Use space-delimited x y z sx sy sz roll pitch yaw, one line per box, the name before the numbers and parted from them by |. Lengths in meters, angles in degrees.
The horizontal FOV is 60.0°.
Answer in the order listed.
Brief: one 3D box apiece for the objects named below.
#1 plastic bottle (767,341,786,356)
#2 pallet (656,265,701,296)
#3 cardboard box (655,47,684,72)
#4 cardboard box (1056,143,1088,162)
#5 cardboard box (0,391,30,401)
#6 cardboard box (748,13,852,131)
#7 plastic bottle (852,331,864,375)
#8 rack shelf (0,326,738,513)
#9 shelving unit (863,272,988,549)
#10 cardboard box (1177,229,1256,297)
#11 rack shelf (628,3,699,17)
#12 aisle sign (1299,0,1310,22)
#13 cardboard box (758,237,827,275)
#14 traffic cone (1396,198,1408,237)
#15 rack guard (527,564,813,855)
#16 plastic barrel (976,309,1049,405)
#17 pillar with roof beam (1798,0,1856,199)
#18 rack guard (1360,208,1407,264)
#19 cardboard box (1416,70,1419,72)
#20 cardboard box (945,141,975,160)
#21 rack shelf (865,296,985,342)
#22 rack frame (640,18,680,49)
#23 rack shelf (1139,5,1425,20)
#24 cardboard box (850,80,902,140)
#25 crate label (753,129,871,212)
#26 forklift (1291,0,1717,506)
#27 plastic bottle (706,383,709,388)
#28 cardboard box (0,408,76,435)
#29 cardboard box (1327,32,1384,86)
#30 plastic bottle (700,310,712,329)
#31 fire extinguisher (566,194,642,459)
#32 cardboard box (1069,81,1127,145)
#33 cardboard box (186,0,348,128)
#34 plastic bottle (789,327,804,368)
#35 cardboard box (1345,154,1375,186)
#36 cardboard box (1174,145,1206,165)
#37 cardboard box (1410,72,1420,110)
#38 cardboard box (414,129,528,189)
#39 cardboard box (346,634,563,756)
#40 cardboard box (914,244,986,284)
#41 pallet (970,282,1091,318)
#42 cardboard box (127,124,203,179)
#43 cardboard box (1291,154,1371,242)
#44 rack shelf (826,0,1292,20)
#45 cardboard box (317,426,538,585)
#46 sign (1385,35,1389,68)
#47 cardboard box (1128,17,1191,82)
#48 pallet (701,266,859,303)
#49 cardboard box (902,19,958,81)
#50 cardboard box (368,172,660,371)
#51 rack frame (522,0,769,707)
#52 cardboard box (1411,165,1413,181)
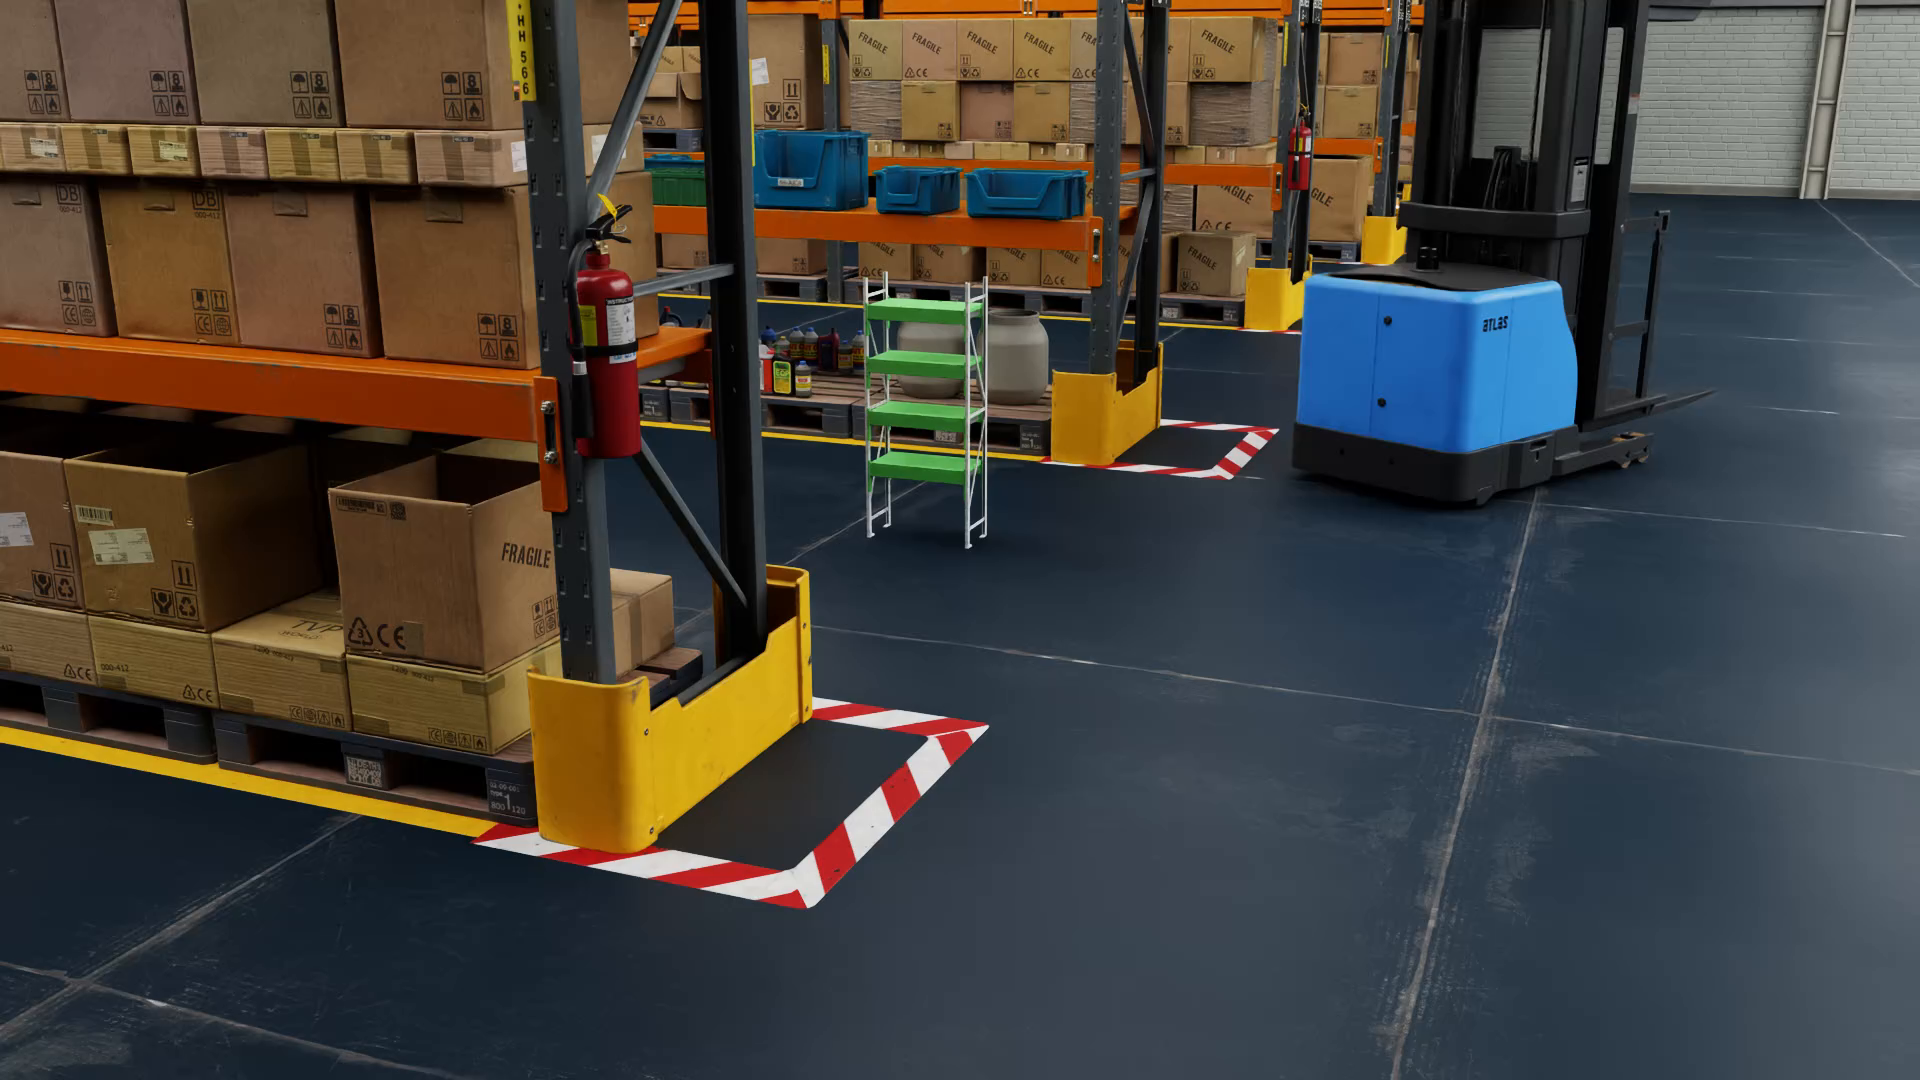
plastic bottle | -1.111 -1.054 10.006 0.133 0.283 0.061 6 17 21
pallet | -2.823 -2.570 16.149 1.213 0.211 1.003 6 17 21
cardboard box | -4.462 -7.503 26.165 0.500 0.500 0.500 6 17 21
cardboard box | 0.987 -3.278 14.035 0.250 0.149 0.380 6 17 21
cardboard box | -3.625 -0.333 6.275 0.500 0.500 0.500 6 17 21
cardboard box | -1.647 -4.313 15.321 1.000 1.000 1.000 6 17 21
plastic bottle | -0.628 -1.179 10.460 0.097 0.271 0.097 0 16 0
rack shelf | -2.737 -0.587 5.605 4.000 0.370 1.077 6 17 21
shelving unit | -0.154 -0.593 7.565 0.503 1.200 0.258 6 17 21
cardboard box | 2.187 -2.366 14.174 0.500 0.500 0.500 10 19 31
rack shelf | -4.627 -6.691 21.250 4.000 0.370 1.077 6 17 21
aisle sign | 2.709 -4.461 12.997 0.004 0.787 0.394 6 17 21
cardboard box | -1.523 -2.785 15.581 0.500 0.500 0.700 5 17 16
traffic cone | 5.433 -4.035 20.743 0.334 0.463 0.336 6 17 21
rack guard | -0.854 0.475 5.140 0.348 0.500 1.175 6 17 21
plastic barrel | 0.304 -1.066 9.676 0.421 0.512 0.421 0 16 0
pillar with roof beam | 11.900 -8.610 21.192 0.400 9.000 9.100 6 17 21
rack guard | 4.698 -3.370 18.384 0.348 0.500 1.175 6 17 21
cardboard box | 7.323 -7.538 26.915 0.250 0.149 0.380 7 17 22
cardboard box | 0.054 -3.378 14.381 0.250 0.149 0.380 6 17 21
rack shelf | -0.154 -0.993 7.449 0.480 0.148 0.258 6 17 21
rack frame | -4.765 -7.094 26.731 0.127 3.000 1.000 6 17 21
rack shelf | 4.537 -7.166 22.889 4.000 0.370 1.077 6 17 21
cardboard box | -0.564 -3.835 14.789 0.500 0.500 0.875 6 17 21
crate label | -0.867 -2.147 9.626 0.616 0.435 0.502 6 17 21
forklift | 3.189 -1.897 8.949 3.031 2.935 1.130 -14 21 -39
plastic bottle | -1.434 -1.088 10.005 0.185 0.351 0.144 7 18 23
cardboard box | -3.351 -0.147 5.635 0.500 0.500 0.500 6 17 21
cardboard box | 4.344 -5.211 18.038 0.550 0.550 0.875 6 17 21
plastic bottle | -1.593 -1.317 10.791 0.185 0.351 0.144 6 17 20
fire extinguisher | -0.937 -0.558 4.354 0.183 0.674 0.296 6 17 21
cardboard box | 1.301 -3.633 14.096 0.500 0.500 0.875 6 17 21
cardboard box | -1.847 -1.508 4.980 0.500 0.500 0.700 6 17 19
plastic bottle | -1.040 -1.225 10.616 0.097 0.271 0.097 0 16 0
cardboard box | 5.557 -5.122 22.772 0.500 0.500 0.500 6 17 21
cardboard box | 1.937 -3.190 13.731 0.250 0.149 0.380 6 17 21
cardboard box | 6.059 -6.178 22.861 0.500 0.500 0.500 6 17 20
cardboard box | -1.302 -1.077 4.660 0.250 0.149 0.380 6 17 20
cardboard box | -1.484 0.413 5.050 0.500 0.250 0.500 6 17 21
cardboard box | -0.067 -2.599 14.977 0.500 0.500 0.500 13 21 38
pallet | 0.817 -2.183 14.814 1.213 0.211 1.003 6 17 21
cardboard box | -2.262 -1.183 5.024 0.250 0.149 0.380 7 18 22
cardboard box | 4.020 -3.806 18.462 0.875 0.875 0.875 6 17 21
rack shelf | 0.901 -4.596 14.036 4.000 0.370 1.077 6 17 21
cardboard box | -1.760 -0.132 5.583 0.500 0.500 0.500 6 17 21
sign | 4.463 -5.103 17.370 0.005 0.325 0.100 6 17 21
cardboard box | 1.692 -4.009 13.598 0.500 0.500 0.500 6 17 21
pallet | -1.684 -2.446 15.720 1.213 0.211 1.003 6 17 21
cardboard box | -0.169 -4.214 14.303 0.500 0.500 0.500 6 17 21
cardboard box | -1.306 -0.827 4.962 0.500 0.500 0.700 6 17 21
rack frame | -0.877 -0.728 4.800 0.127 3.000 1.000 6 17 21
cardboard box | 7.662 -6.002 27.146 0.500 0.250 0.500 6 17 21
